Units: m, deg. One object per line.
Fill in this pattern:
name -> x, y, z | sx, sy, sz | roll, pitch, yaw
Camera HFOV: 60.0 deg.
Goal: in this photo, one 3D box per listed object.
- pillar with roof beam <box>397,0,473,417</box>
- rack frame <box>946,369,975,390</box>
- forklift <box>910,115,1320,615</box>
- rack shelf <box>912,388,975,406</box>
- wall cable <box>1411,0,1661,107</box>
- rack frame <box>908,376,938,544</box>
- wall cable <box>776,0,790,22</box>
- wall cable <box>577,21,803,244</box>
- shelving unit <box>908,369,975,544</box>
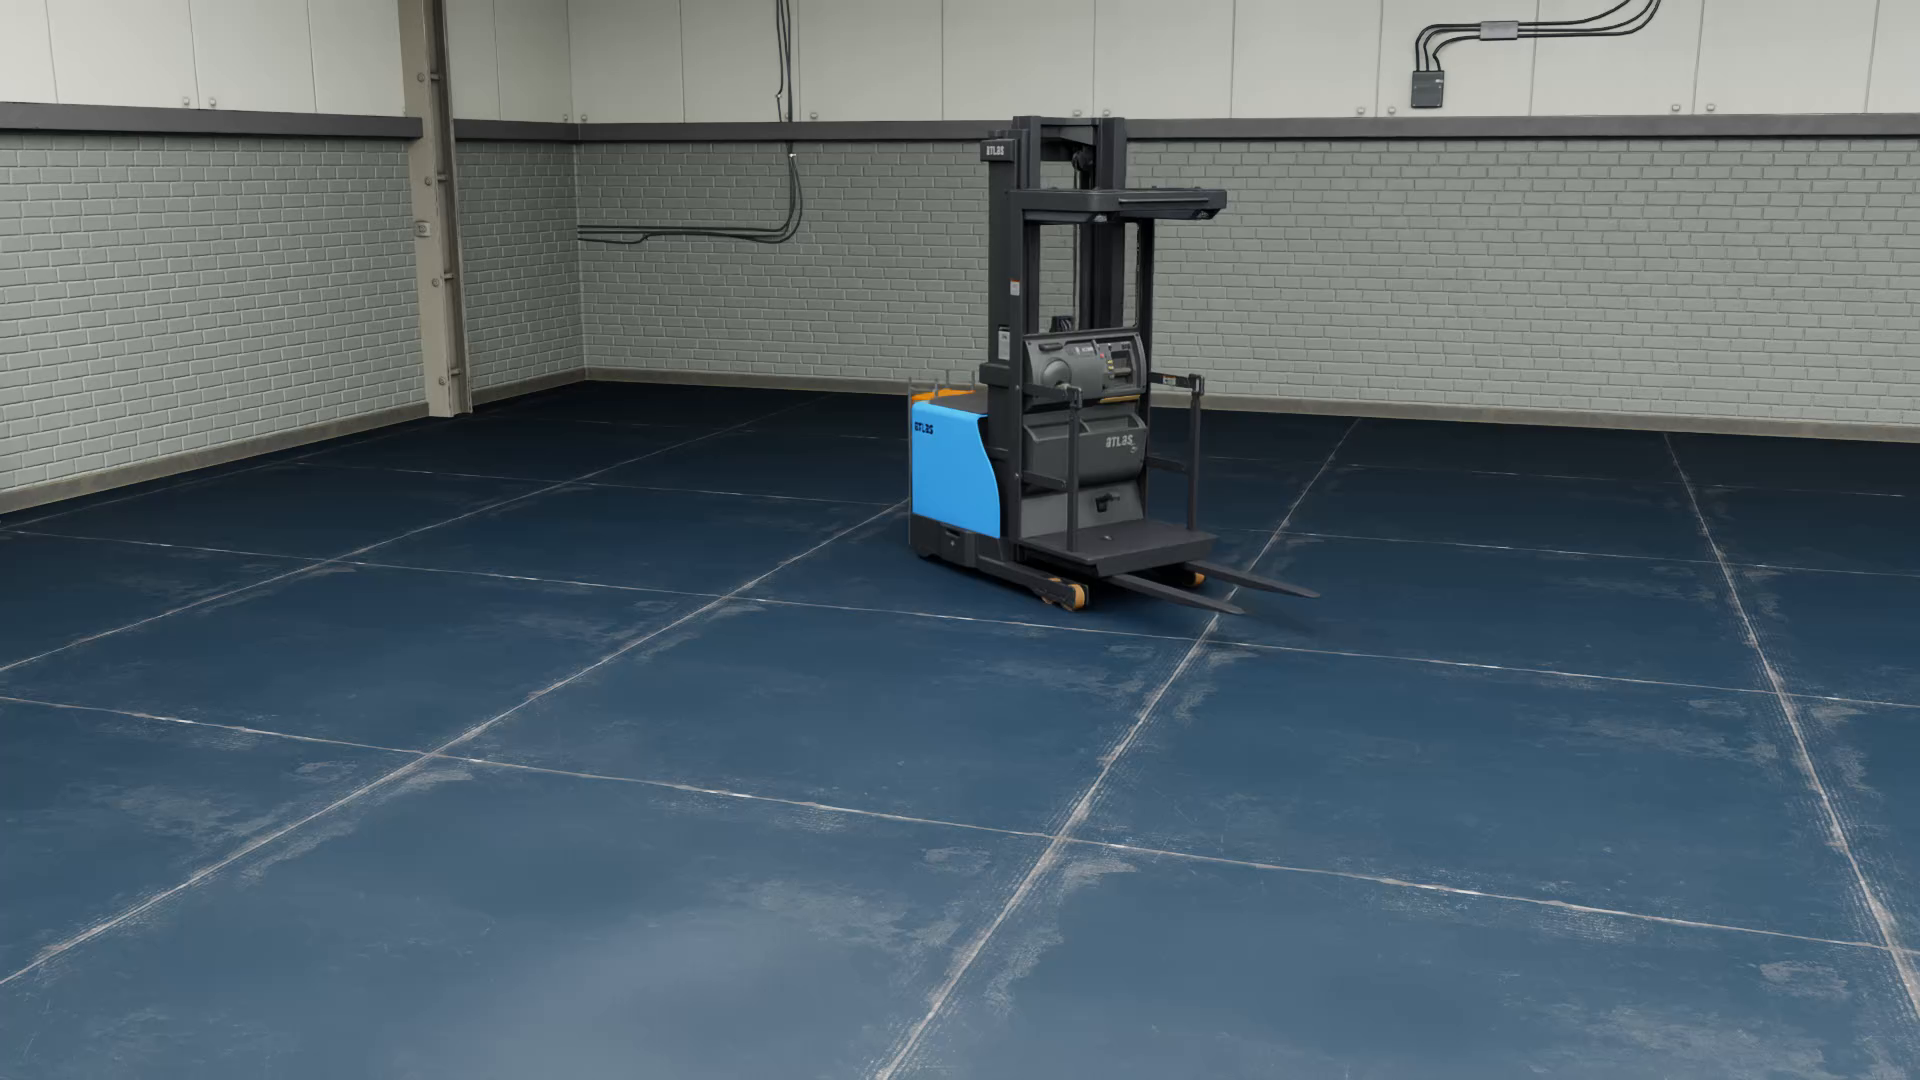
pillar with roof beam -> -1.435, -5.440, 15.598 | 9.100, 9.000, 0.400 | 4, 14, 18
rack frame -> 0.002, -0.633, 12.064 | 0.240, 1.200, 0.015 | 8, 15, 31
forklift -> 0.924, -1.121, 10.313 | 1.130, 2.935, 3.031 | -9, 16, -35
rack shelf -> -0.127, -0.970, 11.775 | 0.258, 0.148, 0.480 | 8, 15, 31
wall cable -> 5.674, -7.246, 15.868 | 2.305, 6.003, 0.169 | 4, 14, 18
rack frame -> -0.257, -0.541, 11.660 | 0.240, 1.200, 0.015 | 8, 15, 31
wall cable -> -0.744, -7.028, 18.186 | 3.097, 2.526, 0.112 | 4, 14, 18
wall cable -> -3.304, -4.761, 19.602 | 3.097, 2.526, 0.112 | 4, 14, 18
shelving unit -> -0.127, -0.587, 11.862 | 0.258, 1.200, 0.503 | 8, 15, 31
